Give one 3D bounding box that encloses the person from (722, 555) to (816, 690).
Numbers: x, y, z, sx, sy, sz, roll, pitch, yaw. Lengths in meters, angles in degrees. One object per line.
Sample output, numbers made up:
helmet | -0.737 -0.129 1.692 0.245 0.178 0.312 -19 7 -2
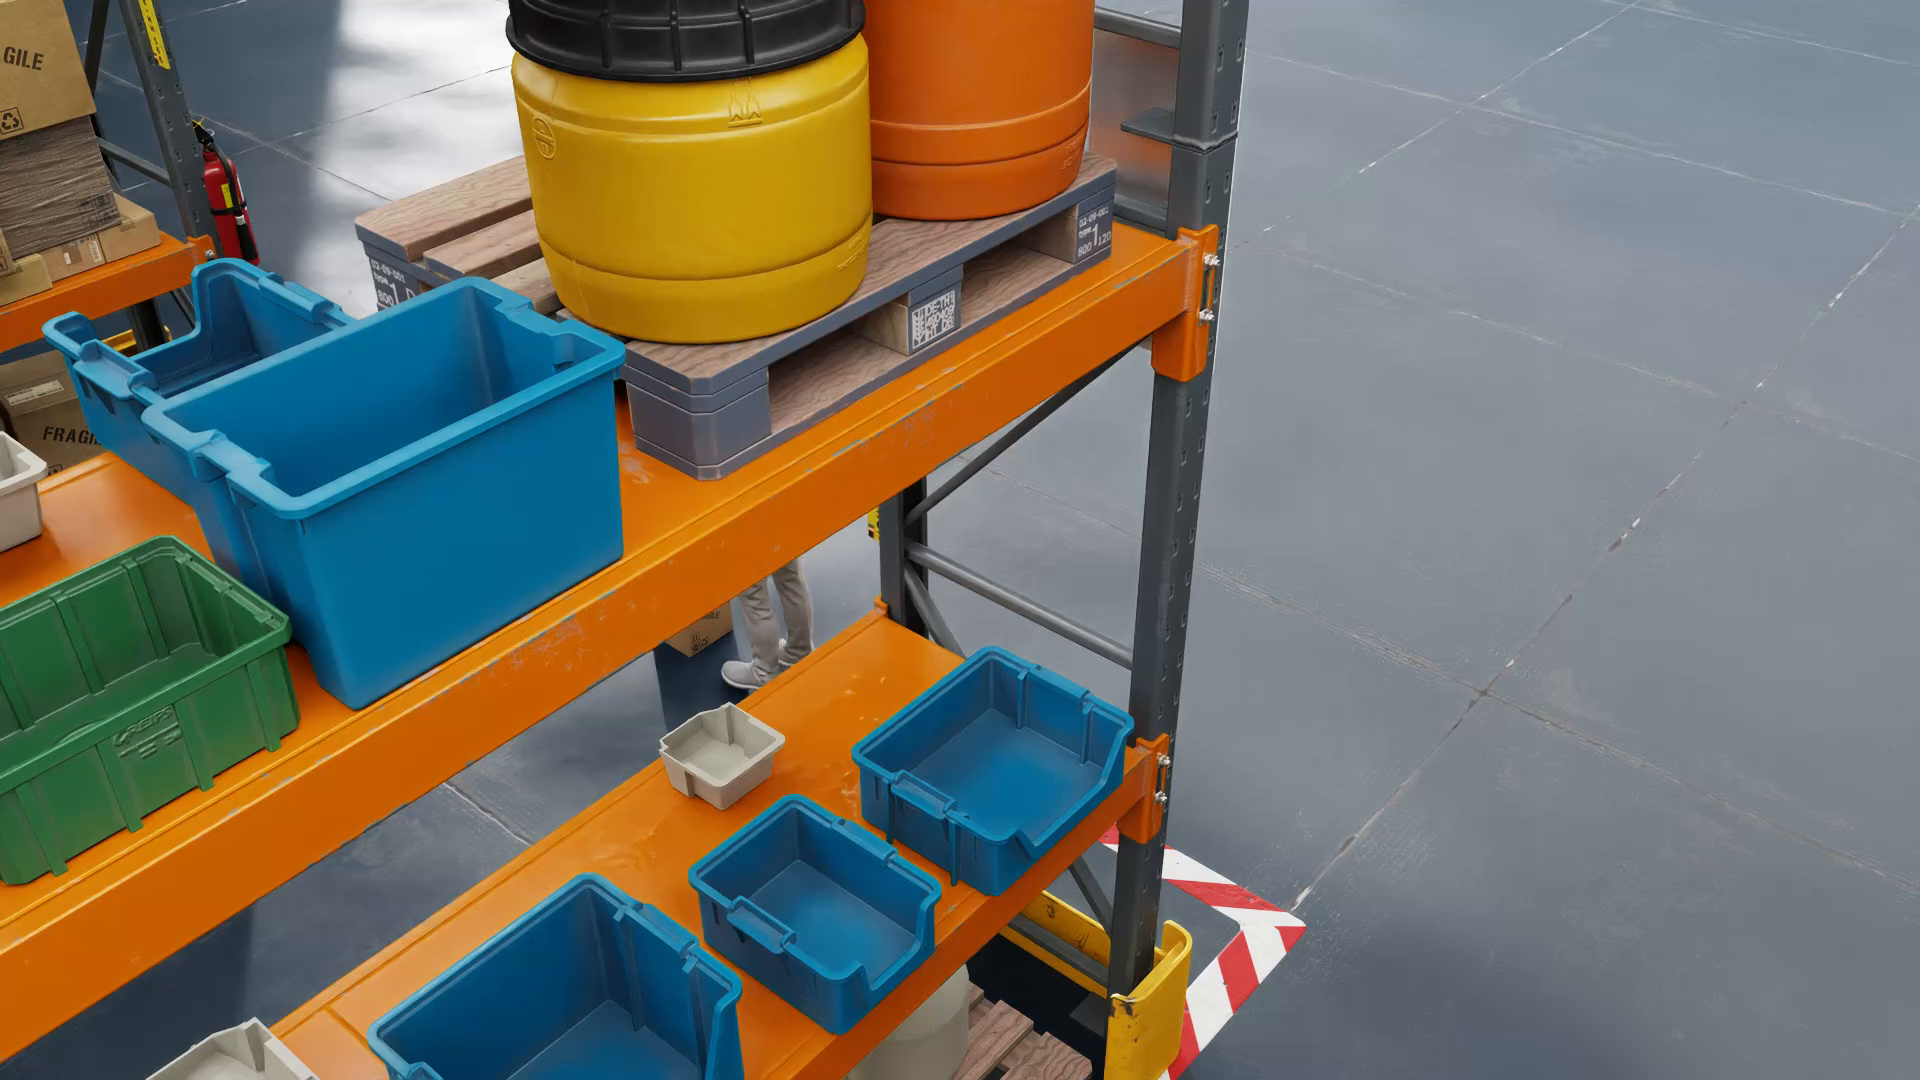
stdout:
person | -0.764 -0.126 6.266 0.363 1.695 0.489 26 43 32
